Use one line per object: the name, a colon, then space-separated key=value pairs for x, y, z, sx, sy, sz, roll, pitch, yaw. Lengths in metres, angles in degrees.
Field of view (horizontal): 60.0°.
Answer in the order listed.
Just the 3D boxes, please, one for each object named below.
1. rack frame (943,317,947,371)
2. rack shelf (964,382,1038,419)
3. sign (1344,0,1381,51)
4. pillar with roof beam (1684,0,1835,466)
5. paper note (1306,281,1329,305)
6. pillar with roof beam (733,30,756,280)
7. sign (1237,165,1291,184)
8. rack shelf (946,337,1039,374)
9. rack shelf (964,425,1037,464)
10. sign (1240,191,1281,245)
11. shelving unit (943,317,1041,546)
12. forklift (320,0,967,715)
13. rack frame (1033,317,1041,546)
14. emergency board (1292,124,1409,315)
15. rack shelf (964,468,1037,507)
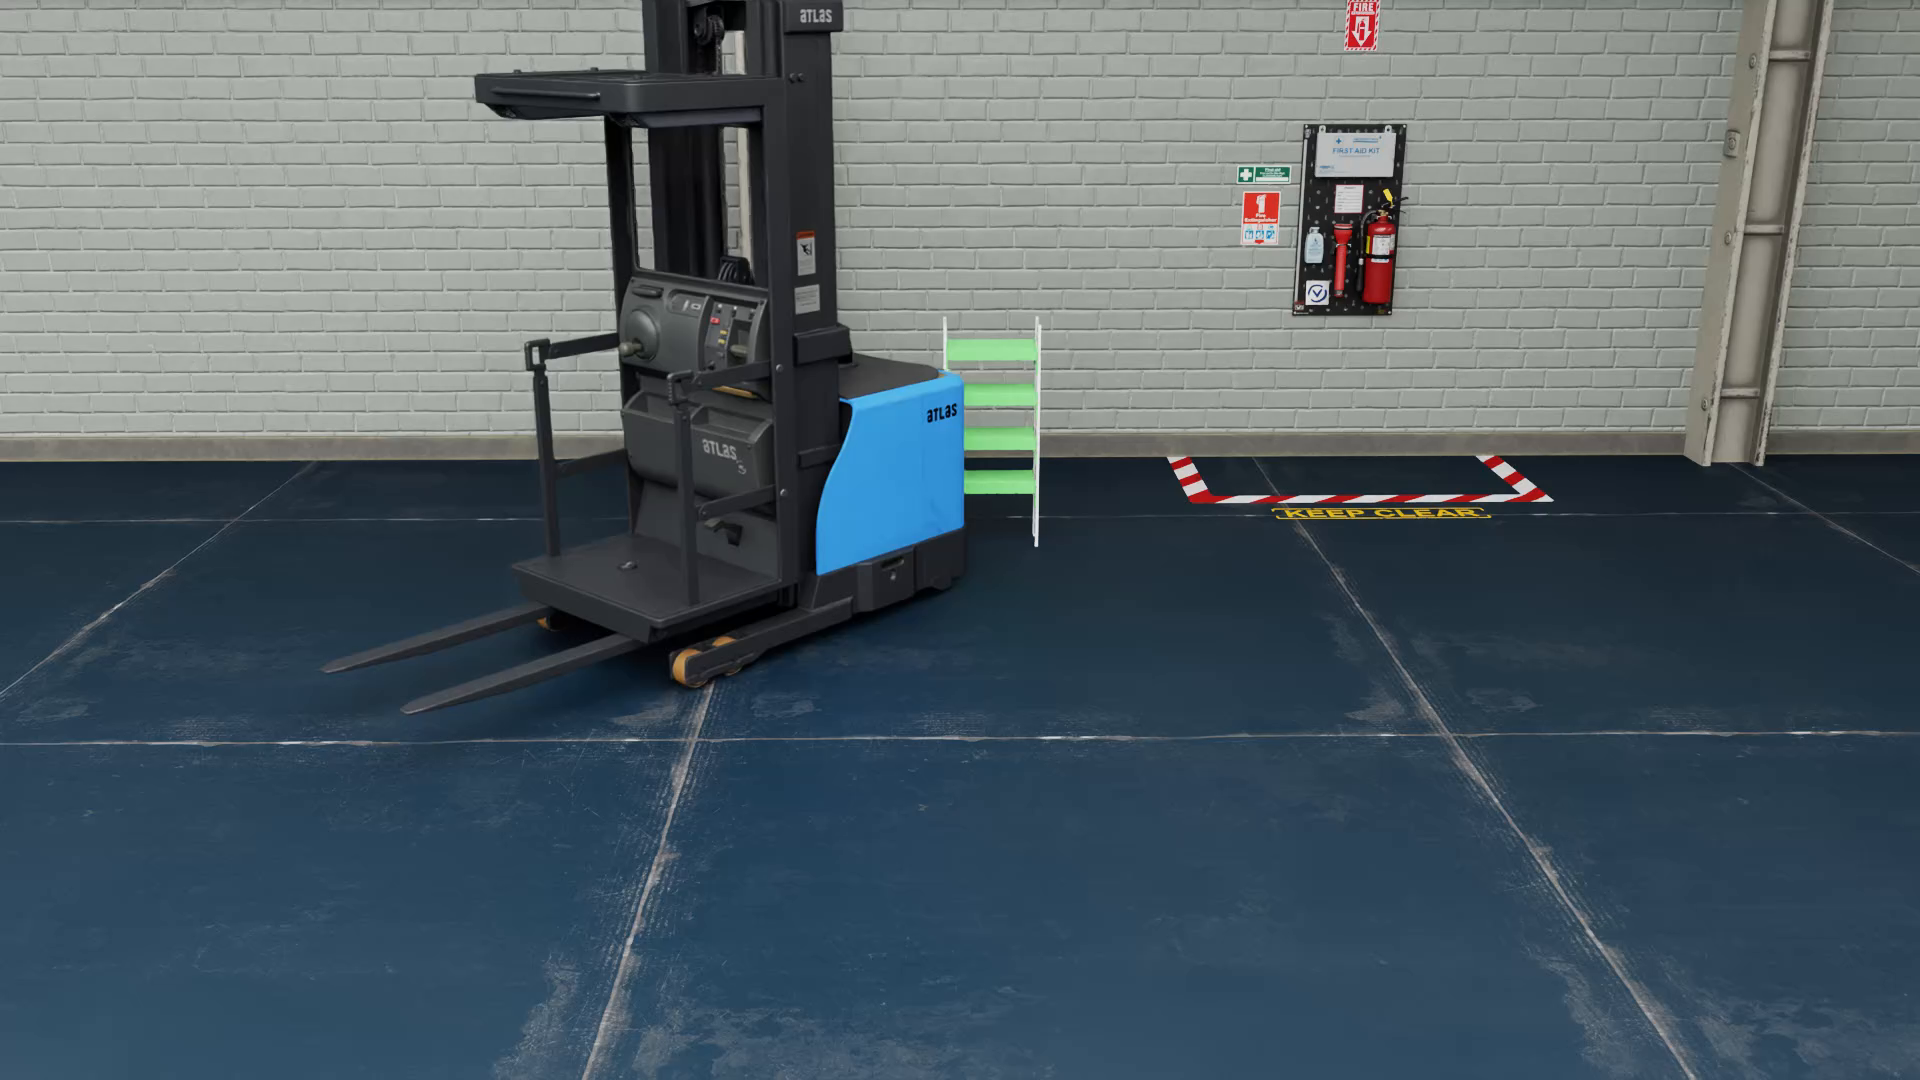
rack frame: x=-0.078 y=-0.571 z=8.863 sx=0.015 sy=1.200 sz=0.240 roll=0 pitch=18 yaw=-1
rack shelf: x=0.166 y=-0.740 z=8.813 sx=0.480 sy=0.148 sz=0.258 roll=0 pitch=18 yaw=-1
sign: x=2.404 y=-3.078 z=9.938 sx=0.199 sy=0.298 sz=0.001 roll=0 pitch=18 yaw=-1
pillar with roof beam: x=4.953 y=-3.486 z=5.183 sx=0.400 sy=9.000 sz=9.100 roll=0 pitch=18 yaw=-1
paper note: x=2.235 y=-1.545 z=10.395 sx=0.142 sy=0.148 sz=0.016 roll=0 pitch=18 yaw=-1
pillar with roof beam: x=-1.047 y=-3.457 z=5.093 sx=0.400 sy=9.000 sz=9.100 roll=0 pitch=18 yaw=-1
sign: x=1.863 y=-2.239 z=10.192 sx=0.331 sy=0.109 sz=0.001 roll=0 pitch=18 yaw=-1
rack shelf: x=0.166 y=-0.968 z=8.740 sx=0.480 sy=0.148 sz=0.258 roll=0 pitch=18 yaw=-1
rack shelf: x=0.166 y=-0.511 z=8.886 sx=0.480 sy=0.148 sz=0.258 roll=0 pitch=18 yaw=-1
sign: x=1.859 y=-1.990 z=10.281 sx=0.234 sy=0.329 sz=0.001 roll=0 pitch=18 yaw=-1
shelving unit: x=0.166 y=-0.572 z=8.867 sx=0.503 sy=1.200 sz=0.258 roll=0 pitch=18 yaw=-1
forklift: x=-1.322 y=-0.939 z=7.178 sx=1.130 sy=2.935 sz=3.031 roll=15 pitch=23 yaw=39
rack frame: x=0.409 y=-0.573 z=8.870 sx=0.015 sy=1.200 sz=0.240 roll=0 pitch=18 yaw=-1
emergency board: x=2.413 y=-1.944 z=10.197 sx=0.643 sy=1.169 sz=0.194 roll=0 pitch=18 yaw=-1
rack shelf: x=0.166 y=-0.283 z=8.960 sx=0.480 sy=0.148 sz=0.258 roll=0 pitch=18 yaw=-1
